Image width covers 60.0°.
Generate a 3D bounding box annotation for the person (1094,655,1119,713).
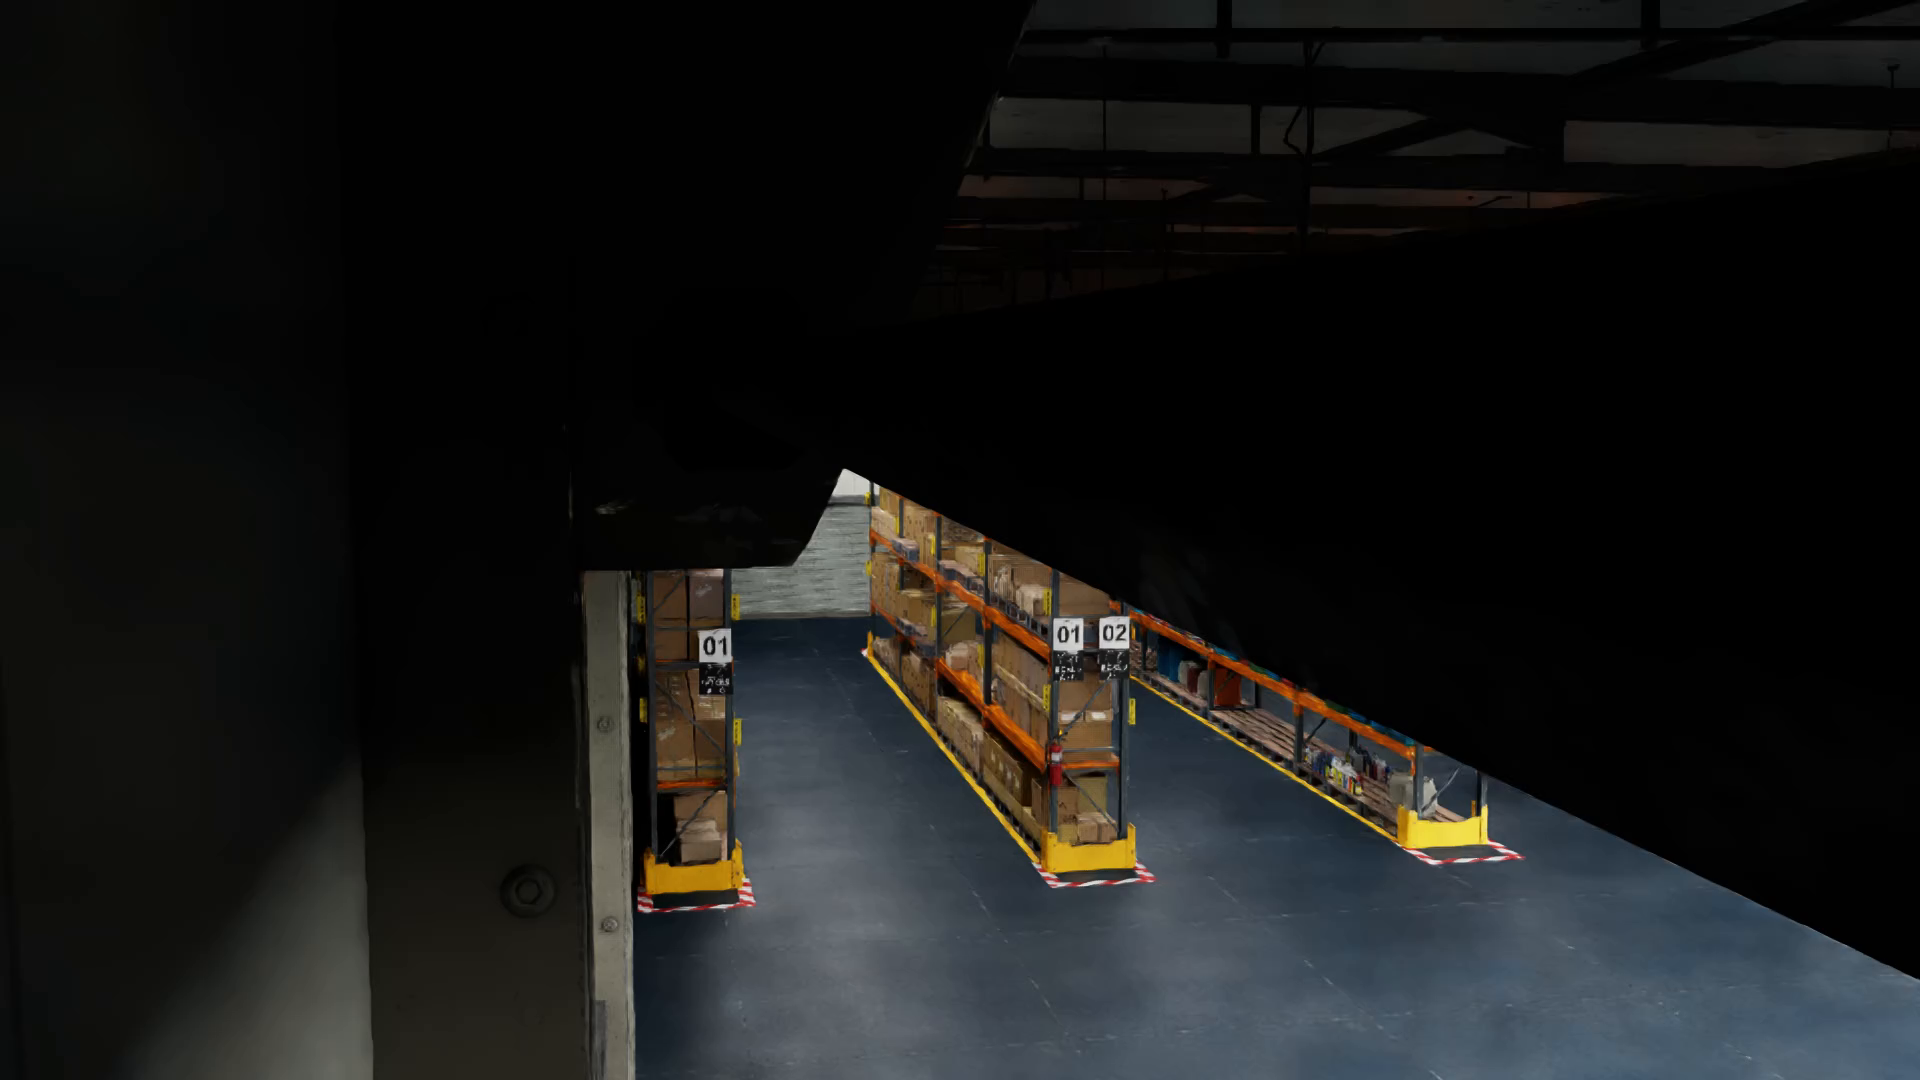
[{"bbox_3d":[2.667,2.339,30.519,0.447,1.589,1.088,-1,6,-9],"label":"person"}]
